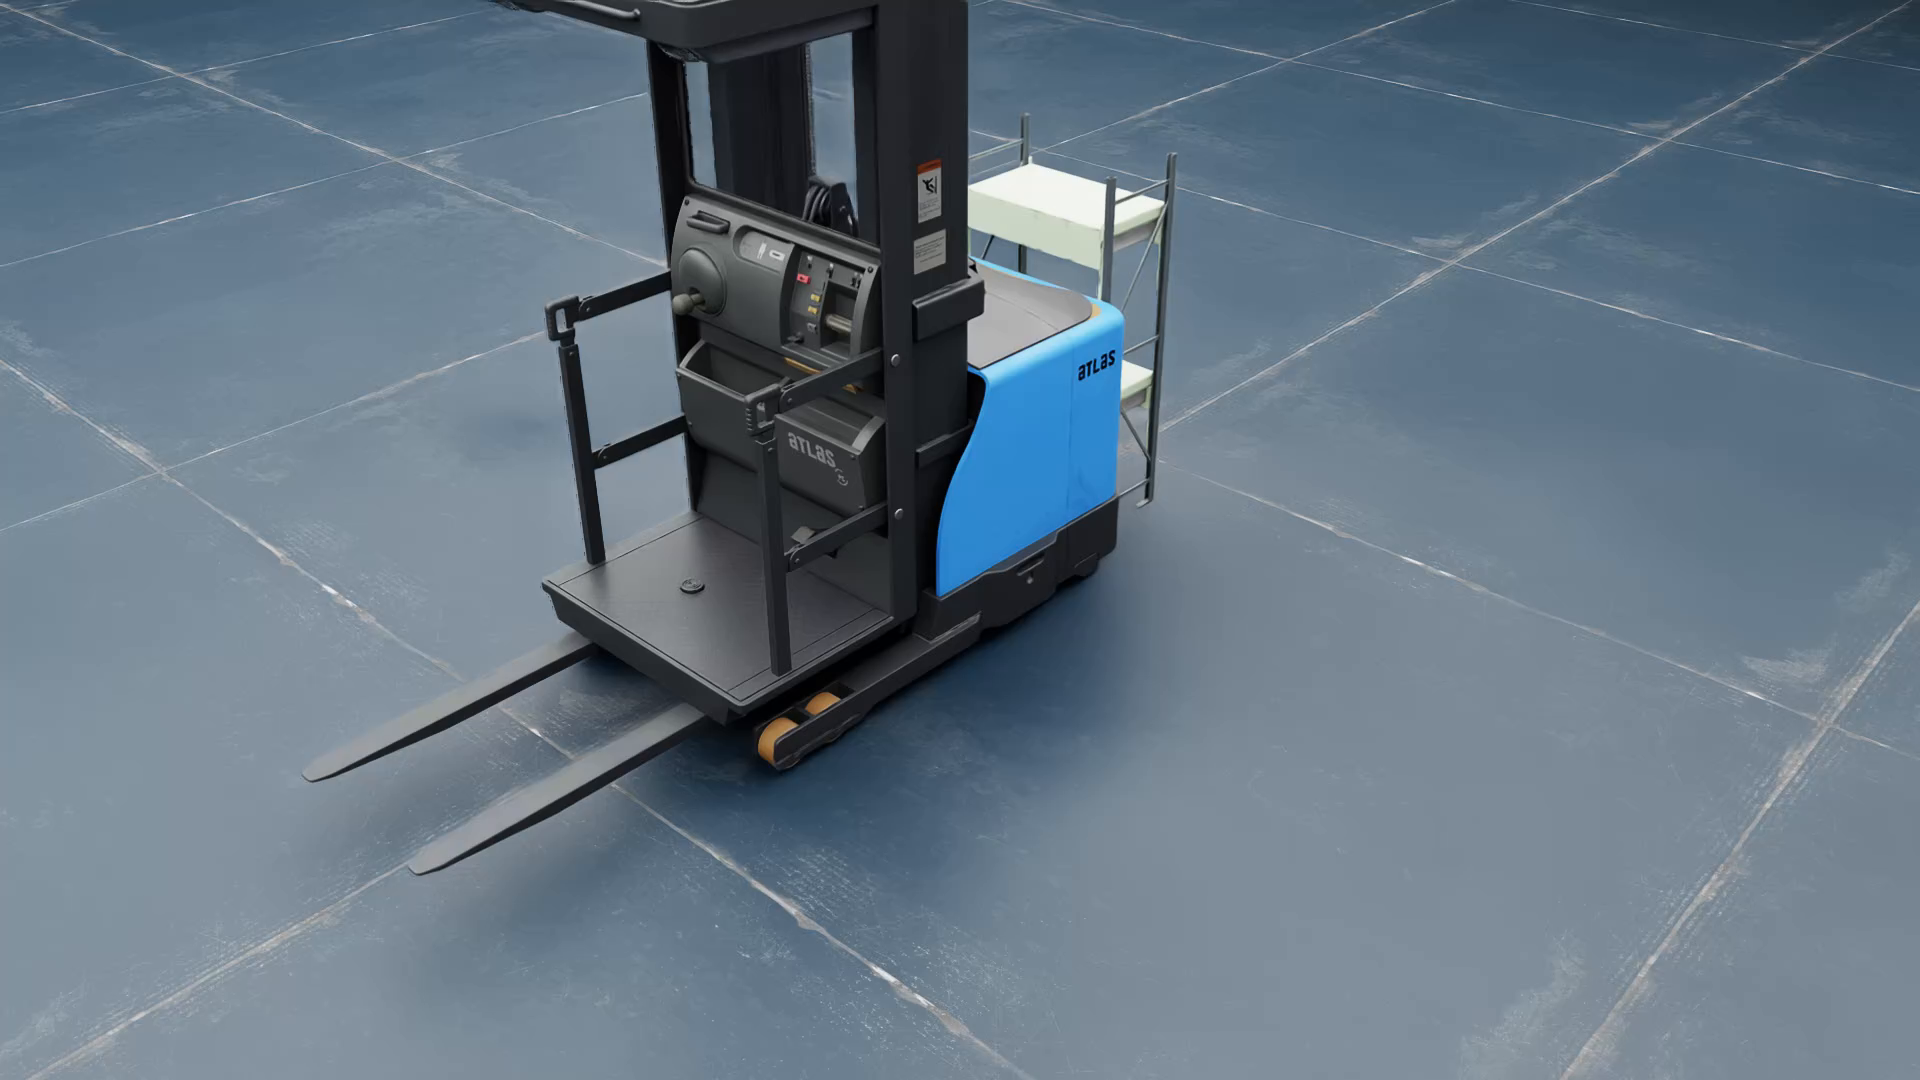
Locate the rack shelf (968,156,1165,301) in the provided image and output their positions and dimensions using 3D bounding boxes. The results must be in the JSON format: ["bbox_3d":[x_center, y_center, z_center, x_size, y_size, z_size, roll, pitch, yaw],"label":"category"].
[{"bbox_3d":[0.406,-1.203,6.538,0.720,0.370,0.431,26,39,36],"label":"rack shelf"}]

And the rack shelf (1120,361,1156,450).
[{"bbox_3d":[0.406,-0.589,6.907,0.720,0.370,0.431,26,39,36],"label":"rack shelf"}]

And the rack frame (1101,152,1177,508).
[{"bbox_3d":[0.673,-0.740,6.525,0.023,1.500,0.400,26,39,36],"label":"rack frame"}]

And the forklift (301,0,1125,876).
[{"bbox_3d":[-0.755,-0.798,5.234,1.130,2.935,3.031,26,39,36],"label":"forklift"}]

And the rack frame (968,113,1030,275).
[{"bbox_3d":[0.139,-0.998,6.953,0.023,1.500,0.400,26,39,36],"label":"rack frame"}]

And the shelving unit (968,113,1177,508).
[{"bbox_3d":[0.406,-0.869,6.739,0.755,1.500,0.431,26,39,36],"label":"shelving unit"}]
